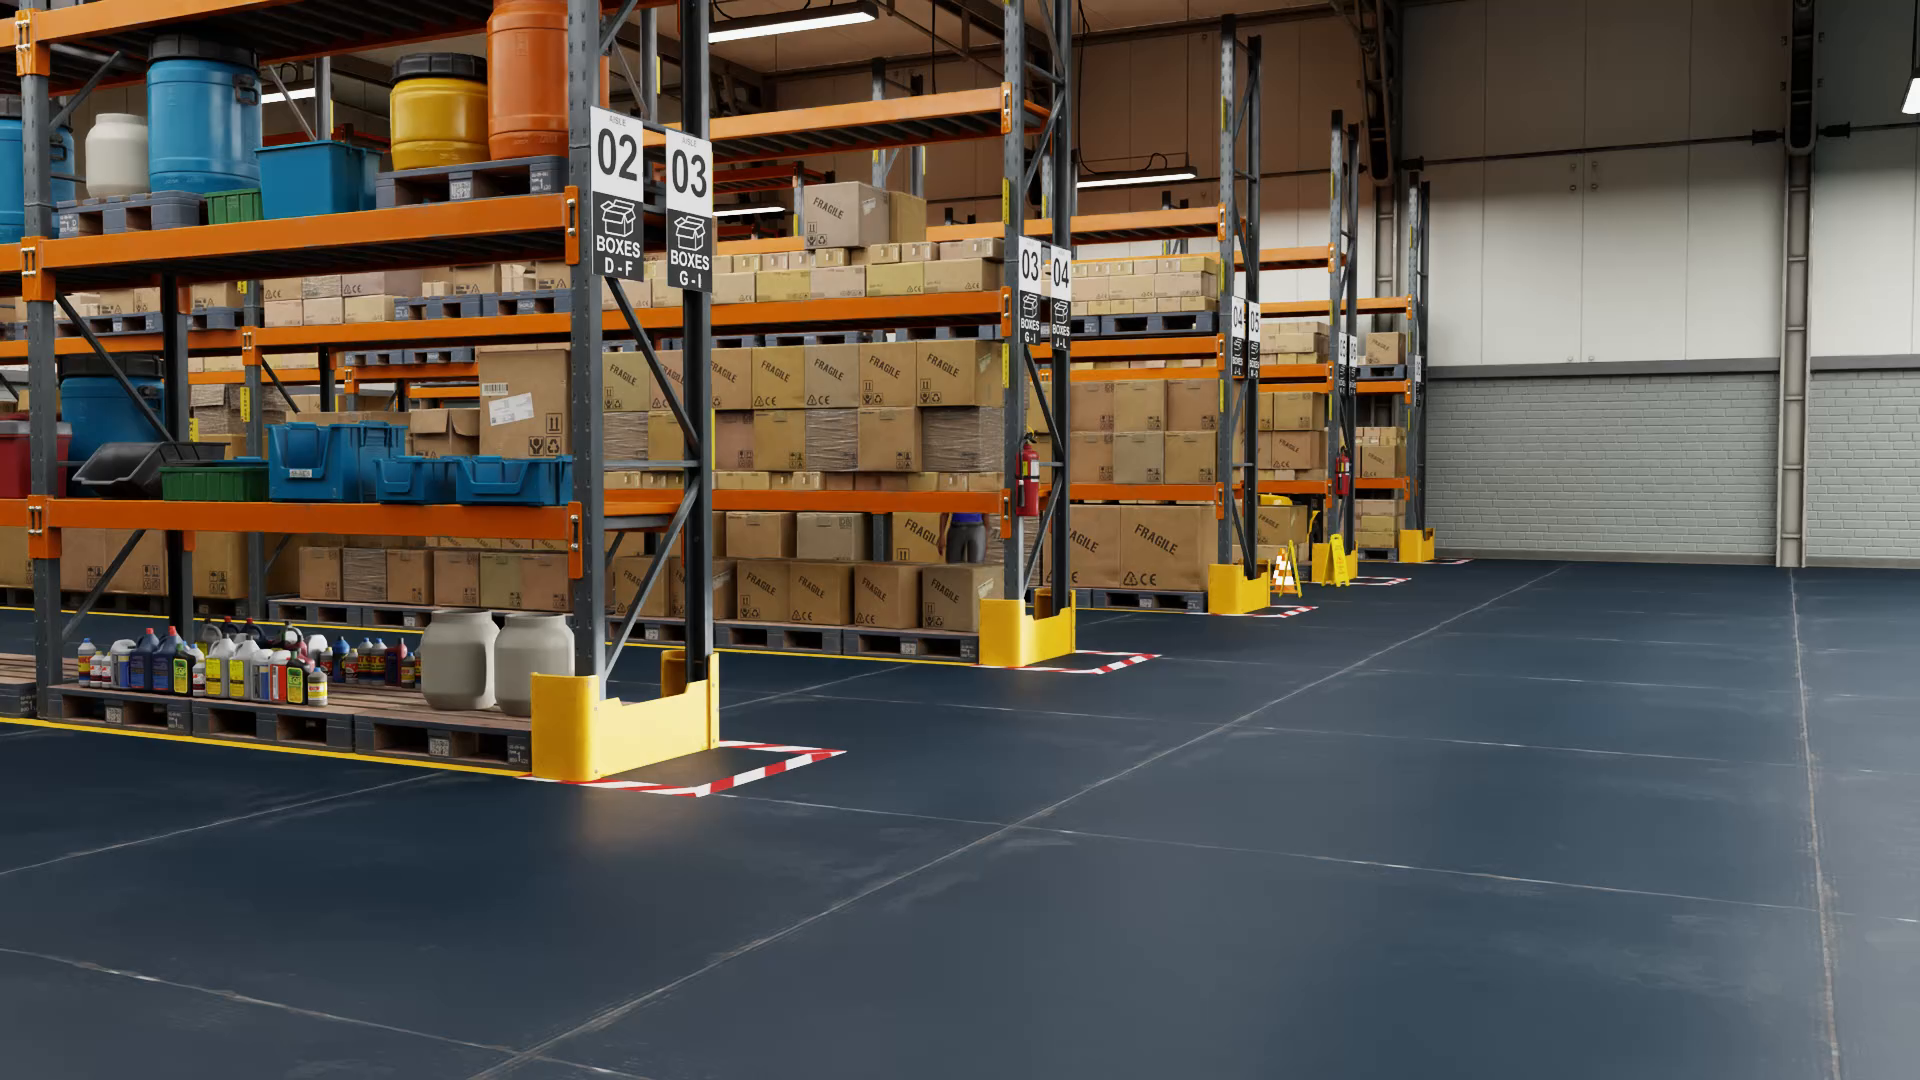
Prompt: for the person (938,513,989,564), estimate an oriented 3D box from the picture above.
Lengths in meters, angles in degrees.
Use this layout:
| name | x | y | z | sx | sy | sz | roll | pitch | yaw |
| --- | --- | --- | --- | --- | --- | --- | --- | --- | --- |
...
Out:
| name | x | y | z | sx | sy | sz | roll | pitch | yaw |
| --- | --- | --- | --- | --- | --- | --- | --- | --- | --- |
| person | 0.032 | -0.056 | 15.522 | 0.482 | 1.575 | 0.652 | 0 | 3 | -2 |
